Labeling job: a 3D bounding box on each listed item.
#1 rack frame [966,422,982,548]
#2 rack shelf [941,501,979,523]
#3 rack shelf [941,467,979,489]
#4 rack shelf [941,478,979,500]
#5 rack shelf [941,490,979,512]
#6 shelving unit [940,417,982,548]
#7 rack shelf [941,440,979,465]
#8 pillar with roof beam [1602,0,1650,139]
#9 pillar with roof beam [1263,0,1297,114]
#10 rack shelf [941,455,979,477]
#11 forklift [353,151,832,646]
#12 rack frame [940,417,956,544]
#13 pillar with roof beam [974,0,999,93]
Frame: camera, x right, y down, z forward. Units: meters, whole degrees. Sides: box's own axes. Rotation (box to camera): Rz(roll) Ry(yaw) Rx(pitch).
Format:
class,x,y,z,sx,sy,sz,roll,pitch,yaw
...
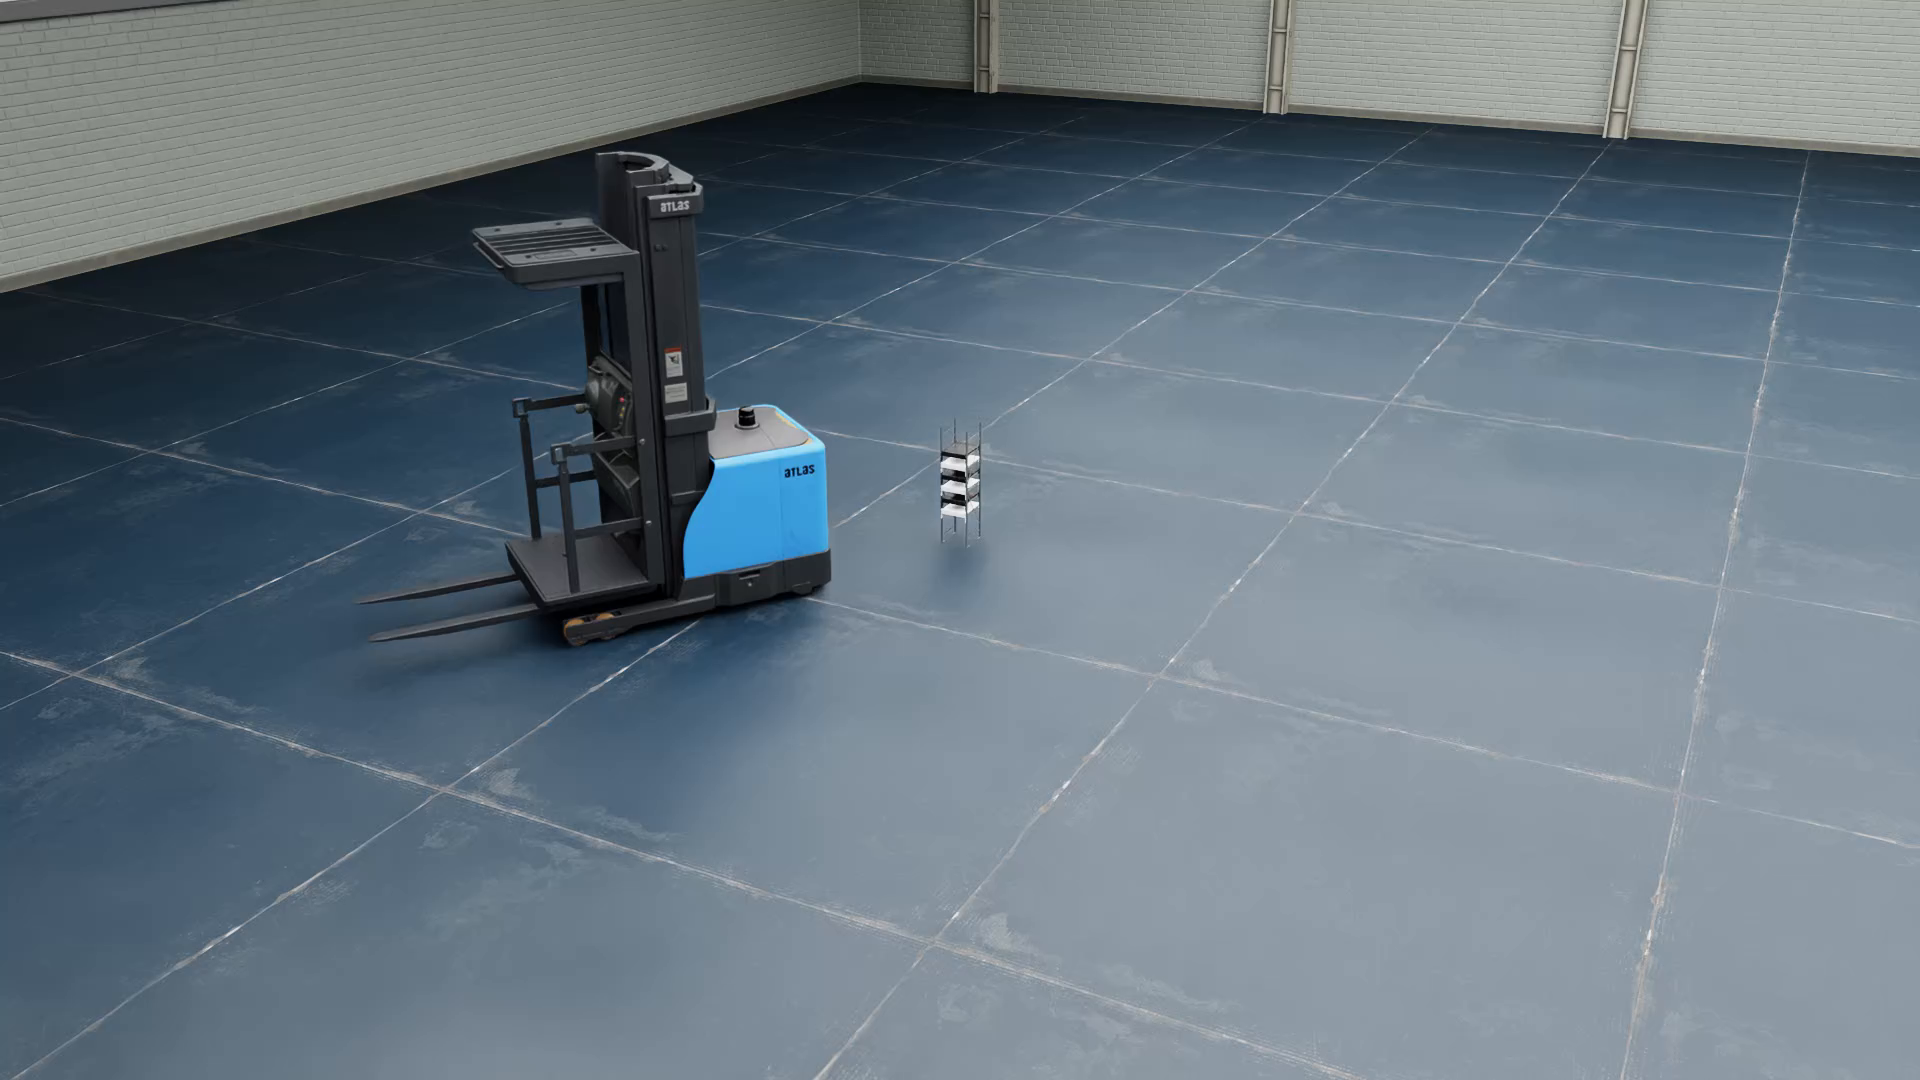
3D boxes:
class,x,y,z,sx,sy,sz,roll,pitch,yaw
rack frame,0.098,-0.395,12.028,0.006,0.900,0.240,11,25,25
rack shelf,0.007,-0.216,12.154,0.200,0.077,0.258,11,25,25
rack shelf,0.007,-0.465,12.048,0.200,0.077,0.258,11,25,25
rack shelf,0.007,-0.382,12.084,0.200,0.077,0.258,11,25,25
rack shelf,0.007,-0.299,12.119,0.200,0.077,0.258,11,25,25
shelving unit,0.007,-0.413,12.071,0.210,0.900,0.258,11,25,25
rack shelf,0.007,-0.630,11.978,0.200,0.077,0.258,11,25,25
pillar with roof beam,9.288,-9.540,23.183,0.400,9.000,9.100,11,25,25
pillar with roof beam,3.934,-10.599,25.674,0.400,9.000,9.100,11,25,25
rack shelf,0.007,-0.548,12.013,0.200,0.077,0.258,11,25,25
forklift,-2.432,-0.908,10.639,3.031,2.935,1.130,-11,26,-25
rack frame,-0.083,-0.431,12.113,0.006,0.900,0.240,11,25,25
pillar with roof beam,-1.421,-11.658,28.165,0.400,9.000,9.100,11,25,25
